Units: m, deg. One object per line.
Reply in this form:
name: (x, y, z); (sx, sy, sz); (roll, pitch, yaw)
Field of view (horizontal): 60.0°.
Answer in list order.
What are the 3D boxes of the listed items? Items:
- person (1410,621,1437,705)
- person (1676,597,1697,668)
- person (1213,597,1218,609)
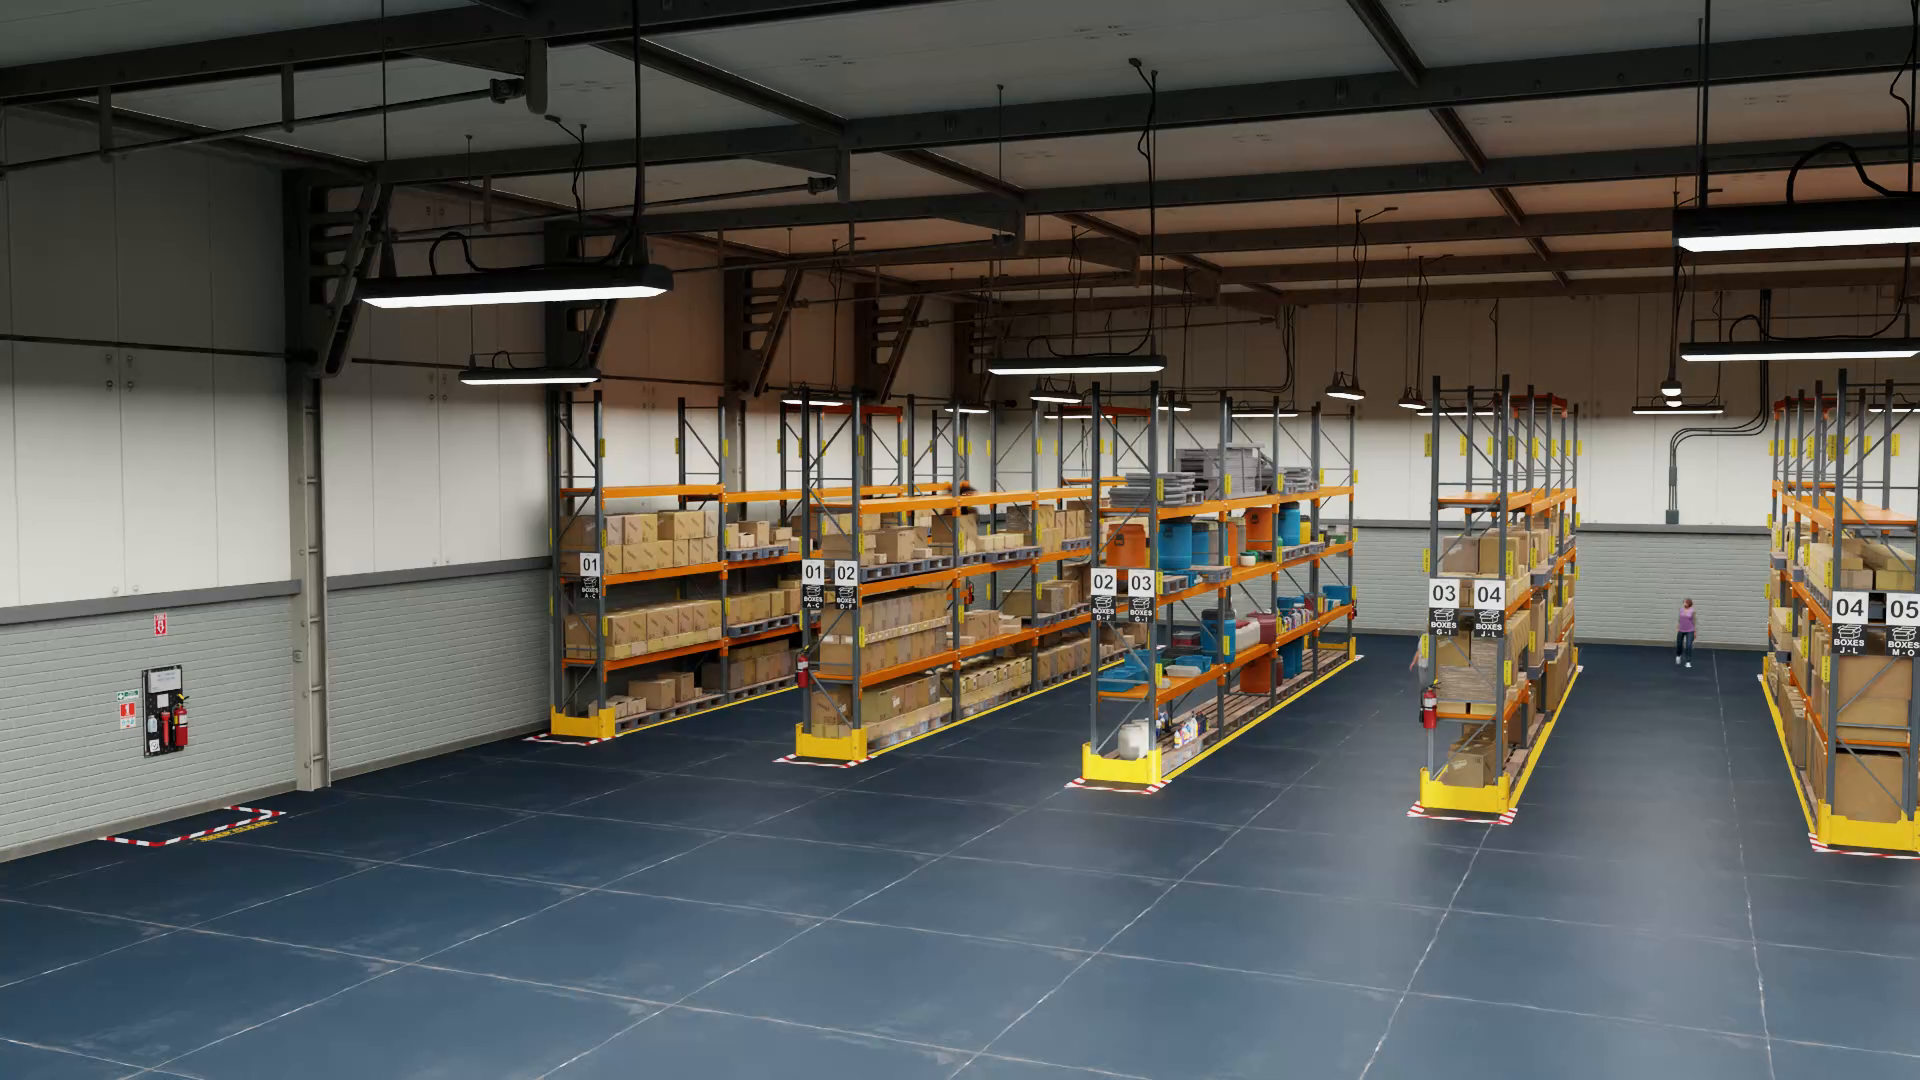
person: (8.964, 2.379, 31.737); (0.704, 1.725, 1.048); (1, 3, 24)
person: (16.592, 2.099, 37.969); (0.427, 1.593, 0.479); (1, 3, 19)
person: (5.569, 2.130, 36.231); (0.560, 1.801, 0.756); (3, 4, 39)
